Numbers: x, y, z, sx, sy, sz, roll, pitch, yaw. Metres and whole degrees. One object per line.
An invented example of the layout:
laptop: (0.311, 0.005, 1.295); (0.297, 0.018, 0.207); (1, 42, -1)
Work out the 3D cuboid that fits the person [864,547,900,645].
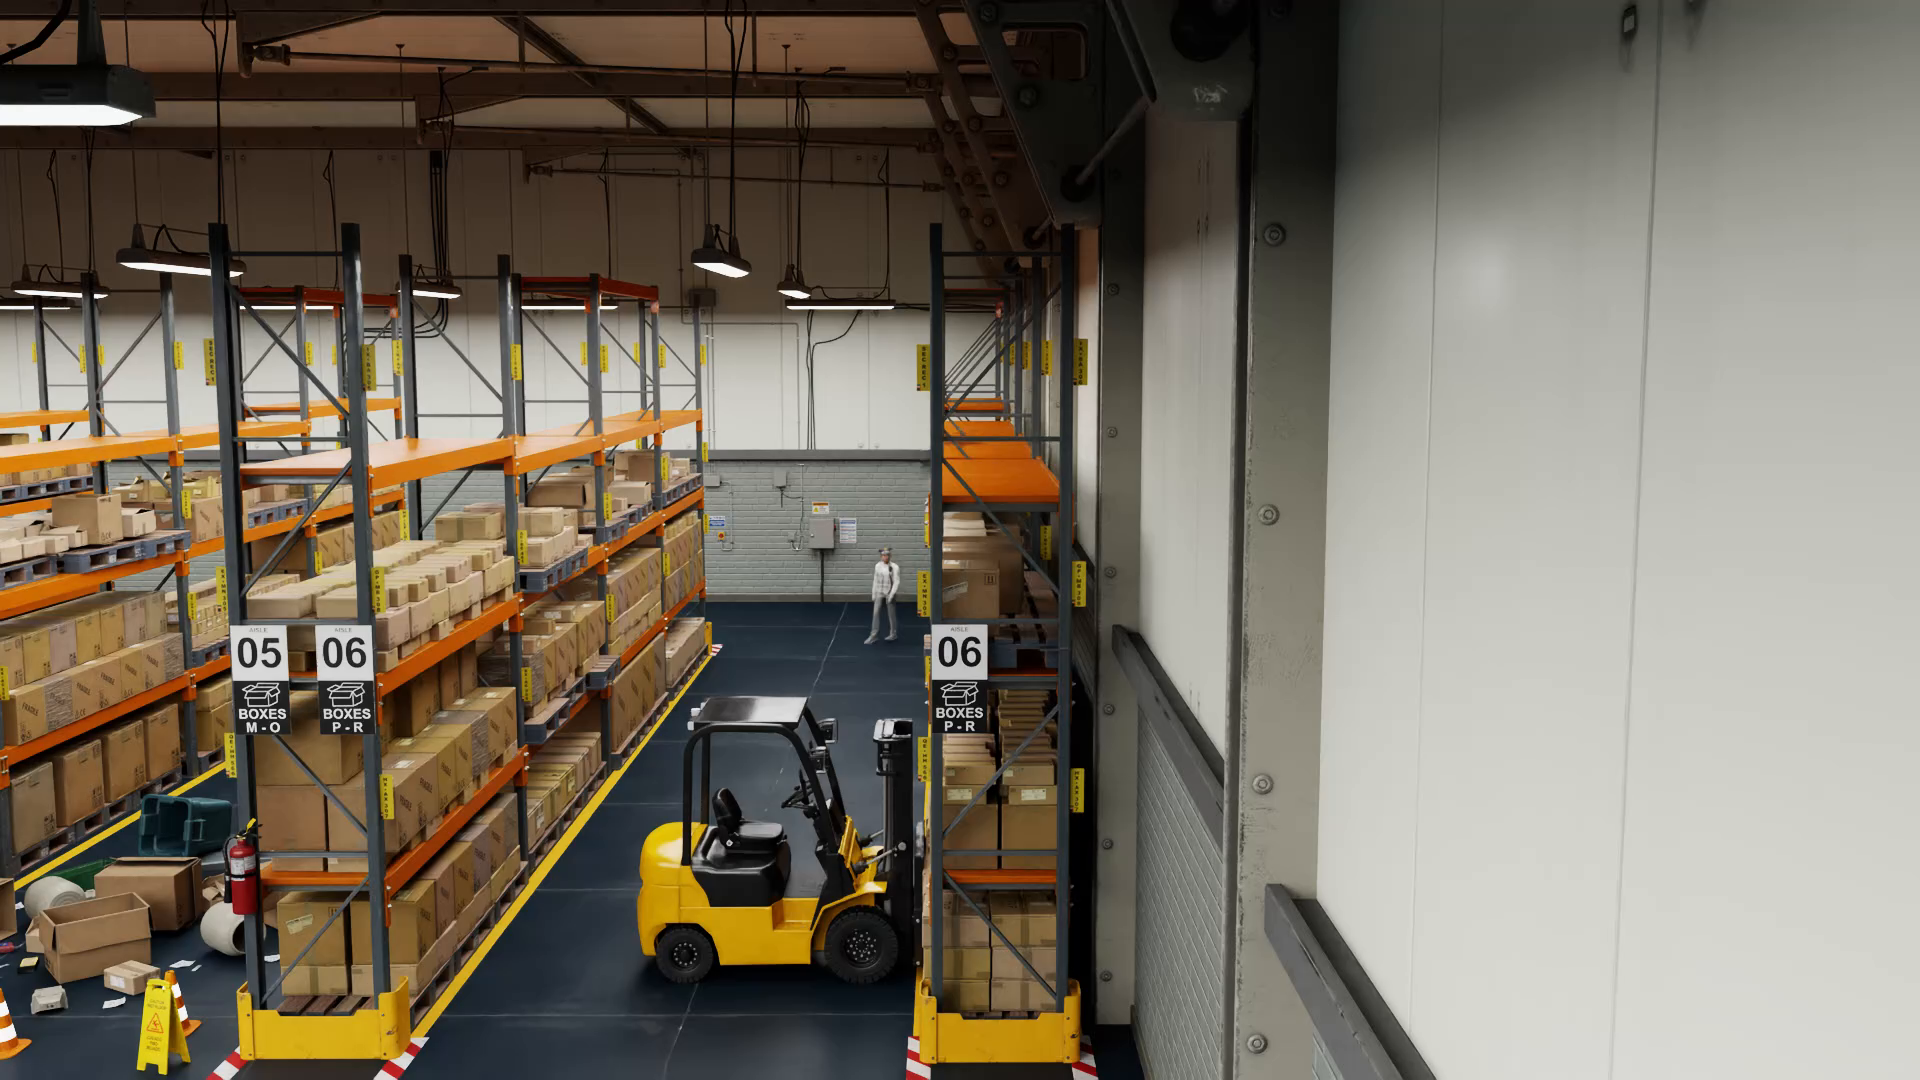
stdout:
person: (-1.348, 0.951, 28.935); (0.540, 1.672, 0.737); (5, 8, 34)
